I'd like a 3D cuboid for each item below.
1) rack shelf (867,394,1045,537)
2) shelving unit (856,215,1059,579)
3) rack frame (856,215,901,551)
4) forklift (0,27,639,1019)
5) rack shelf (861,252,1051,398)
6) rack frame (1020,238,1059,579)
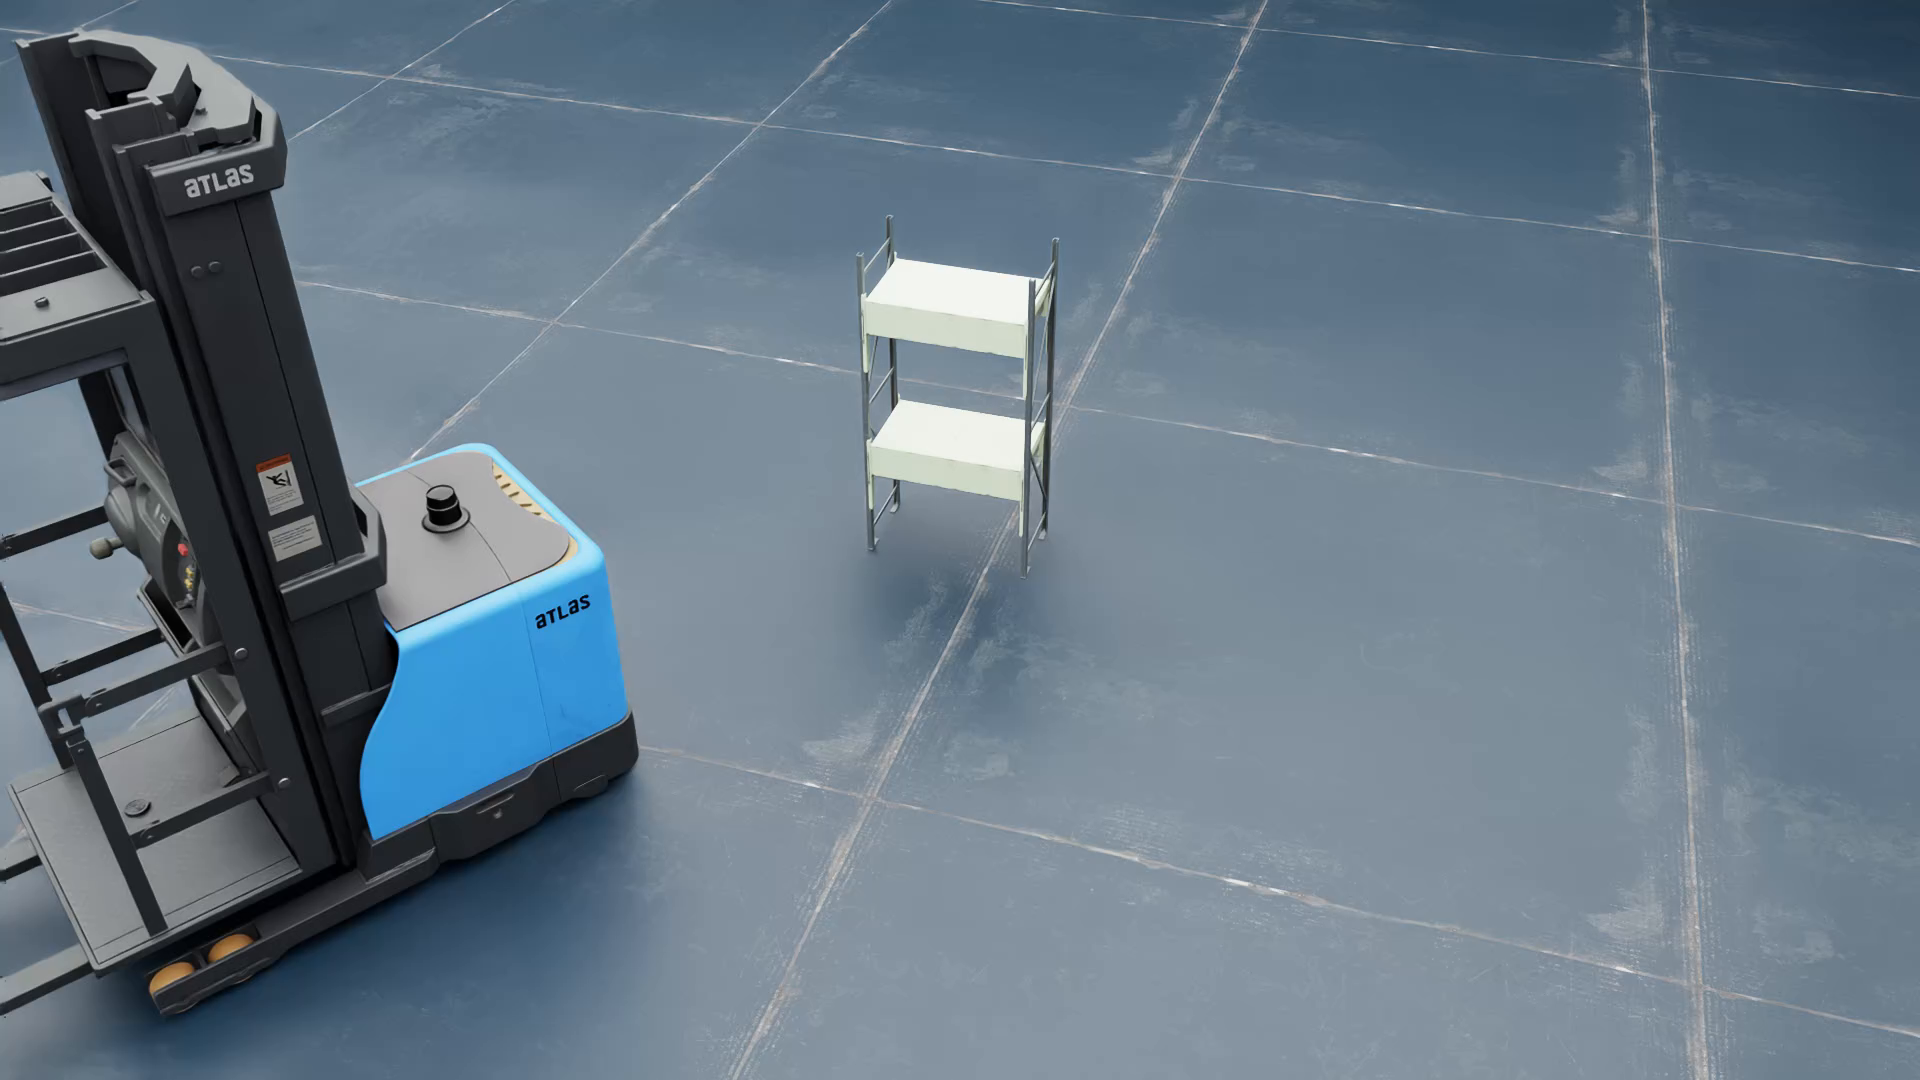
[{"bbox_3d":[-0.006,-0.343,7.500,0.720,0.370,0.431,10,38,14],"label":"rack shelf"},{"bbox_3d":[-0.006,-0.605,7.307,0.755,1.500,0.431,10,38,14],"label":"shelving unit"},{"bbox_3d":[-0.356,-0.670,7.395,0.023,1.500,0.400,10,38,14],"label":"rack frame"},{"bbox_3d":[-2.718,0.052,5.207,3.031,2.935,1.130,-25,43,-30],"label":"forklift"},{"bbox_3d":[-0.006,-0.919,7.076,0.720,0.370,0.431,10,38,14],"label":"rack shelf"},{"bbox_3d":[0.343,-0.541,7.219,0.023,1.500,0.400,10,38,14],"label":"rack frame"}]
